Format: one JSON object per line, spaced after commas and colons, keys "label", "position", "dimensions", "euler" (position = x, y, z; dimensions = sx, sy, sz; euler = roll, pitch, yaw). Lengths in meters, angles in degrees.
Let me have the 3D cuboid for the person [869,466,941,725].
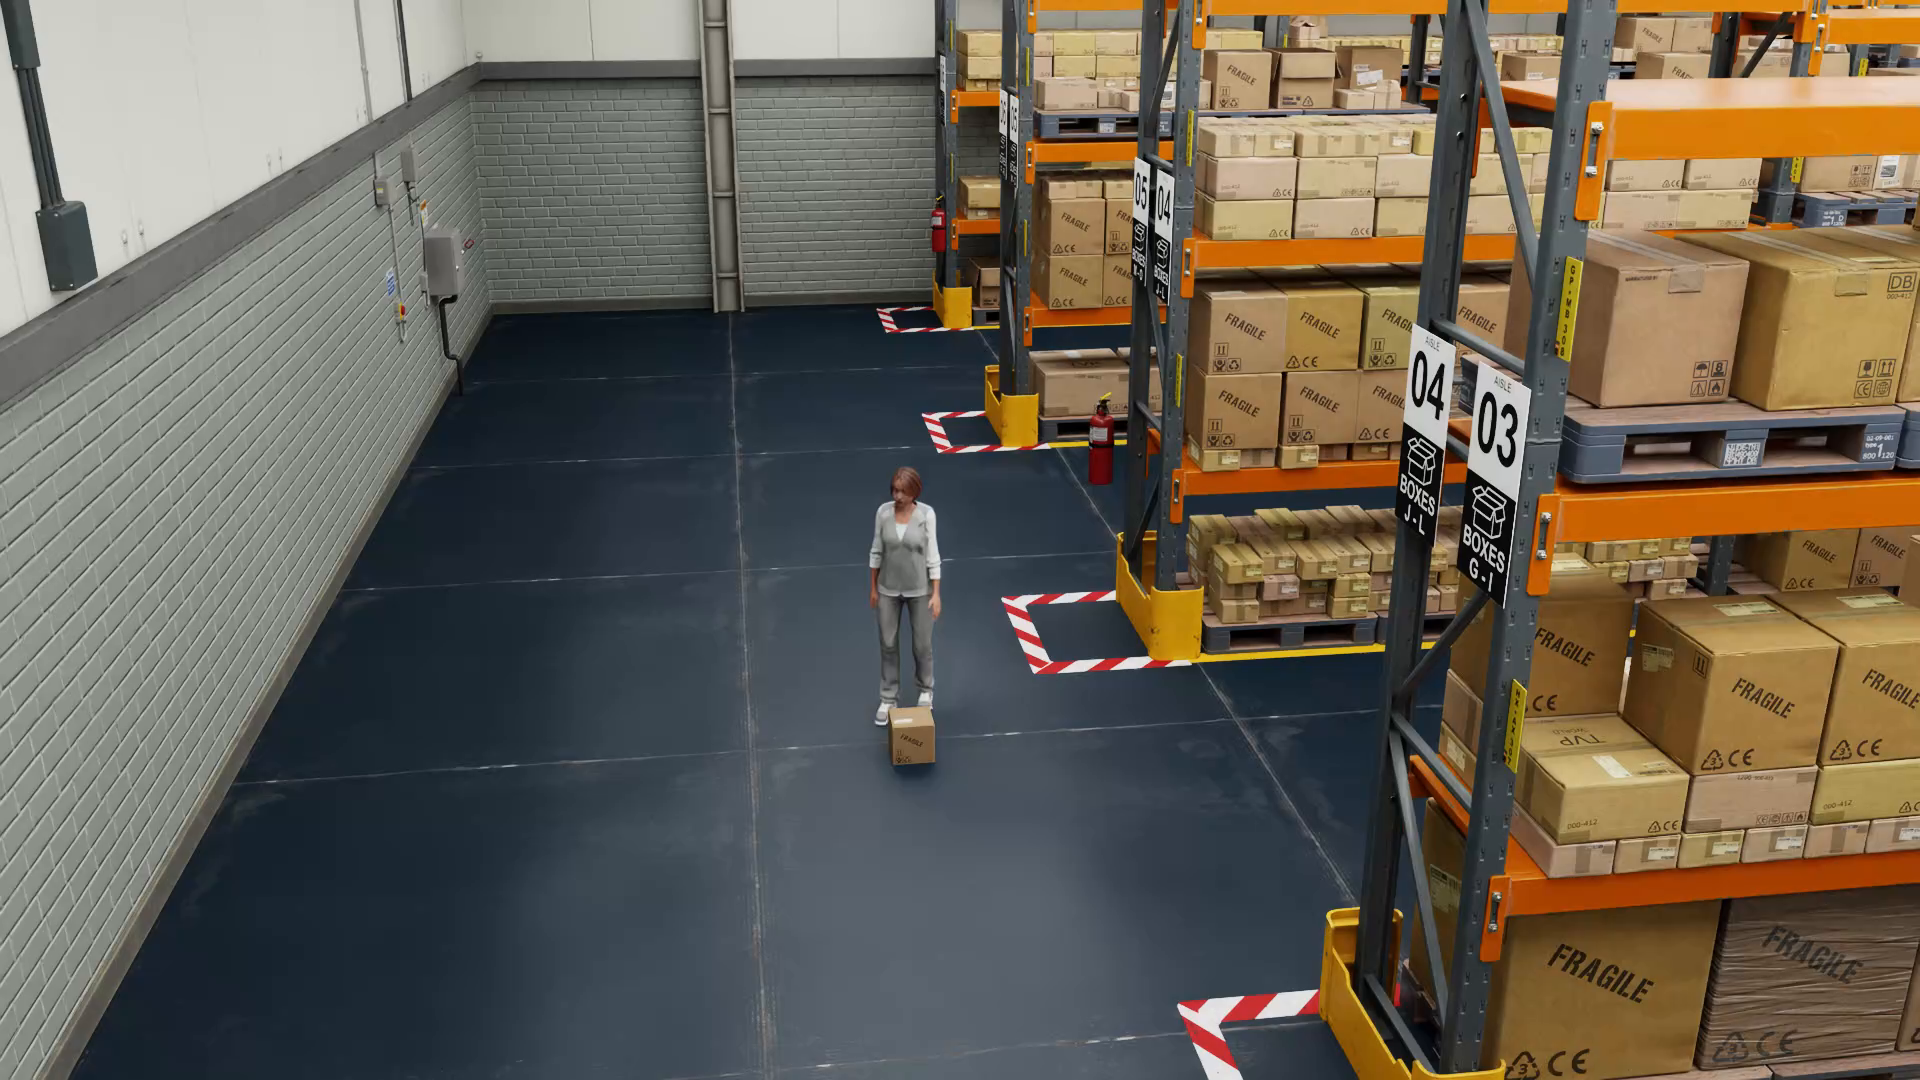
{"label": "person", "position": [-0.338, 0.339, 10.137], "dimensions": [0.462, 1.606, 0.425], "euler": [3, 21, 9]}
